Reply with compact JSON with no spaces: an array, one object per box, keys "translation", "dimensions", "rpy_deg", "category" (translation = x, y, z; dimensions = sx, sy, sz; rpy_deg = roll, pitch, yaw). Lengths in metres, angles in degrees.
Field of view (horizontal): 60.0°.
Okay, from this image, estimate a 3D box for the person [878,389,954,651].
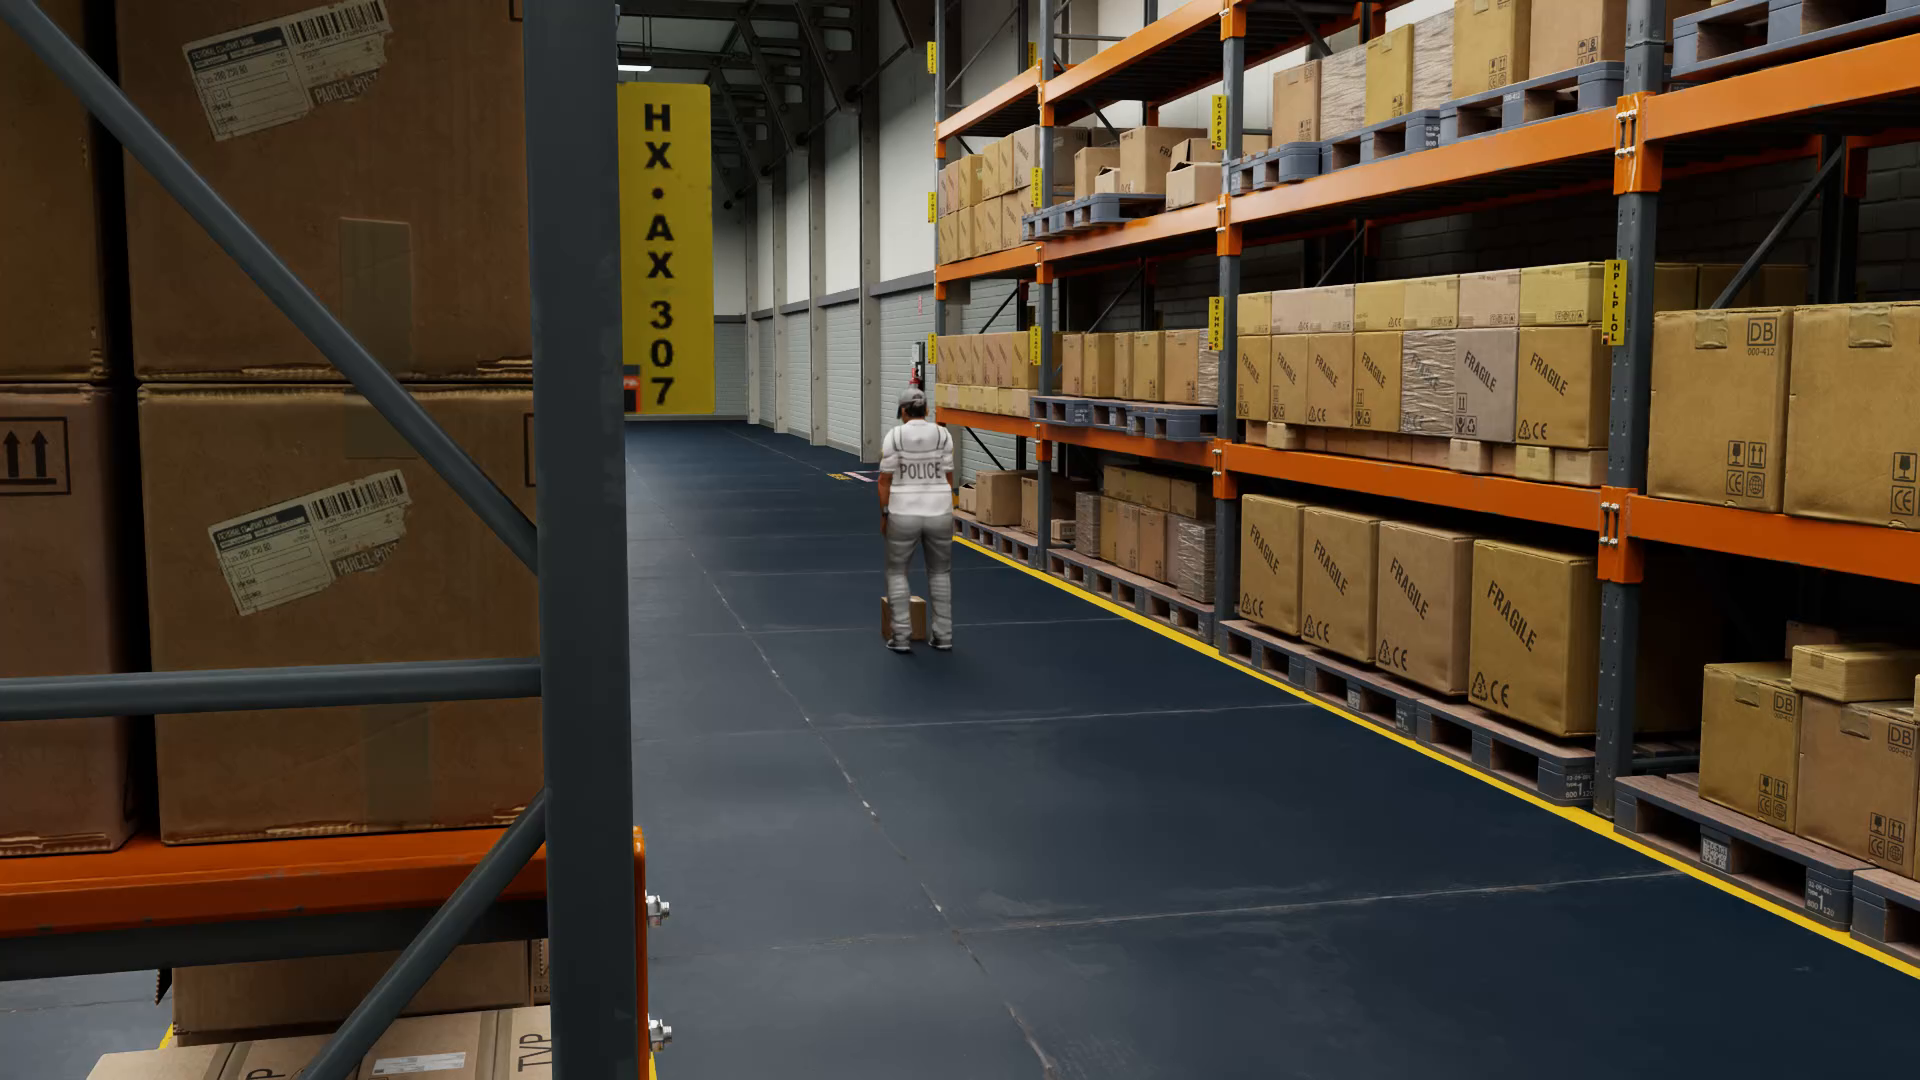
[{"translation":[-0.279,-0.122,10.425],"dimensions":[0.480,1.645,0.419],"rpy_deg":[-1,6,-13],"category":"person"}]
